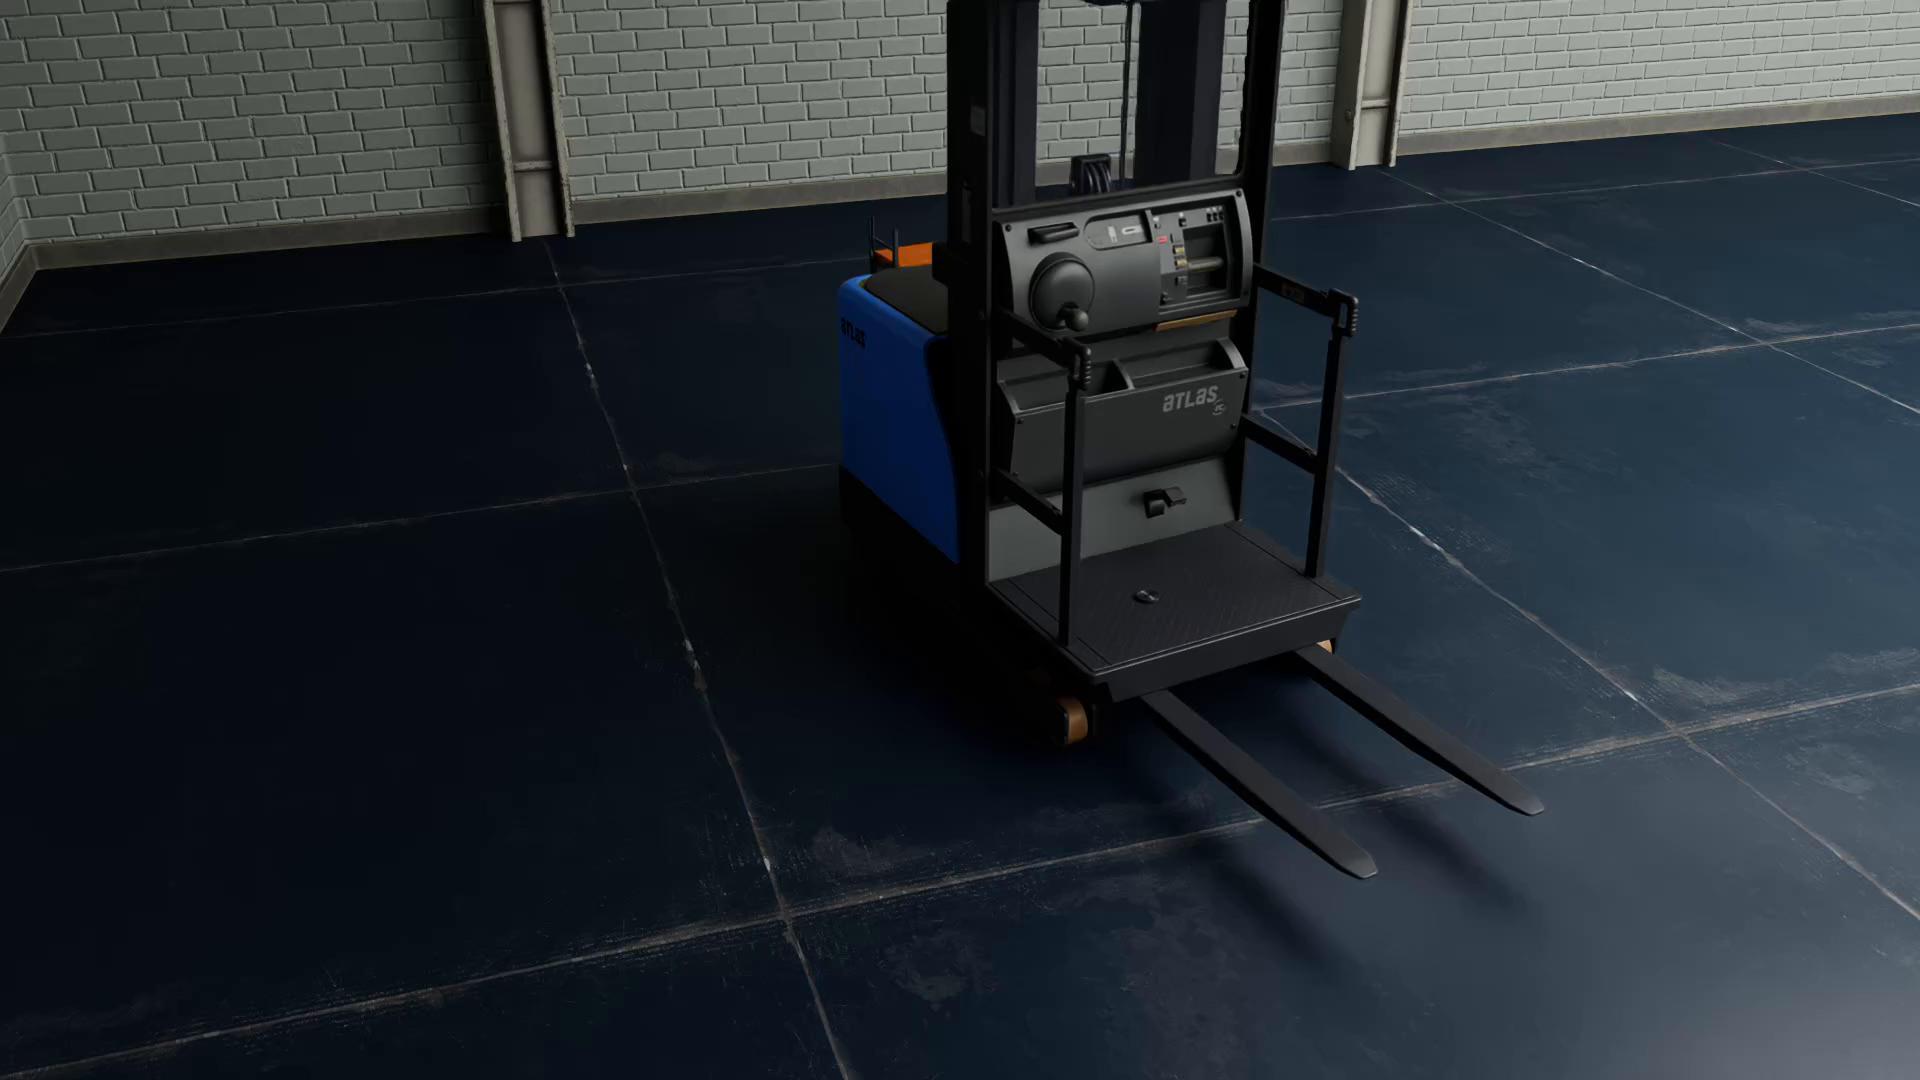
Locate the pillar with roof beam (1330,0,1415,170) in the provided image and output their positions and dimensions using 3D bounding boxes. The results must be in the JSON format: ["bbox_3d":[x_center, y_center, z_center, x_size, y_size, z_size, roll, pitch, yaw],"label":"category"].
[{"bbox_3d":[4.331,-5.024,6.750,0.400,9.000,9.100,-8,28,-16],"label":"pillar with roof beam"}]

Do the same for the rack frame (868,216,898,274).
[{"bbox_3d":[-0.304,-0.711,6.831,0.015,1.200,0.240,-13,29,-25],"label":"rack frame"}]

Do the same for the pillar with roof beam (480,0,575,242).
[{"bbox_3d":[-1.374,-4.198,5.086,0.400,9.000,9.100,-8,28,-16],"label":"pillar with roof beam"}]

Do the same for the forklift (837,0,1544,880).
[{"bbox_3d":[0.653,-0.874,5.214,1.130,2.935,3.031,-13,29,-25],"label":"forklift"}]

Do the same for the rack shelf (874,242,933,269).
[{"bbox_3d":[-0.089,-1.115,6.761,0.480,0.148,0.258,-13,29,-25],"label":"rack shelf"}]

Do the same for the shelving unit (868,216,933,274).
[{"bbox_3d":[-0.088,-0.762,6.934,0.503,1.200,0.258,-13,29,-25],"label":"shelving unit"}]
